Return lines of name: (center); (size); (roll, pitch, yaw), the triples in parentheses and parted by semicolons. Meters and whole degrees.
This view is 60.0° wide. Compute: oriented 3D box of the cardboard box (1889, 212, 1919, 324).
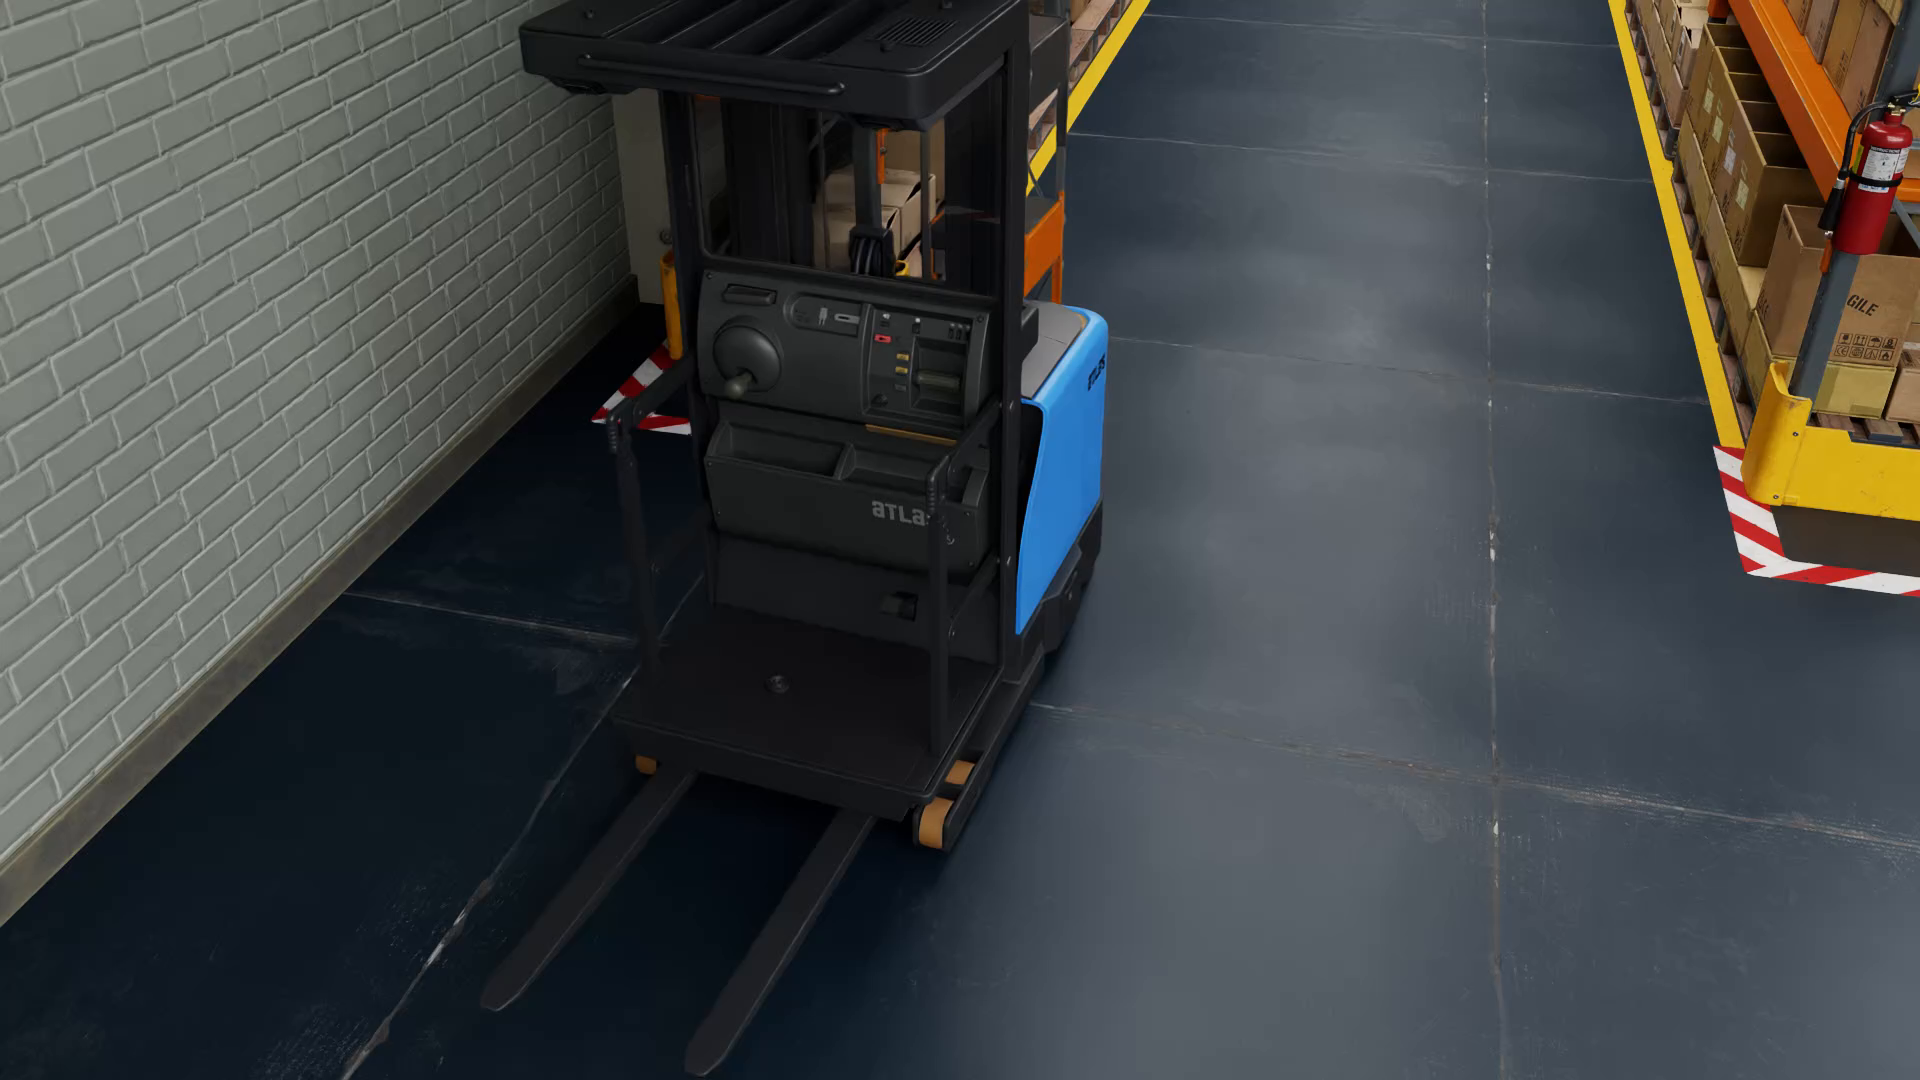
cardboard box: (4.414, -1.290, 7.455); (0.500, 0.500, 0.500); (8, 33, 12)

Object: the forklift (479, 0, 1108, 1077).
forklift: (-0.434, -0.517, 4.831); (1.130, 2.935, 3.031); (11, 34, 17)

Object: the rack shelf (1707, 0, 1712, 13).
rack shelf: (5.460, -4.259, 11.323); (1.077, 0.370, 4.000); (8, 33, 12)

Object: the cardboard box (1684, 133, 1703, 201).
cardboard box: (4.410, -2.083, 9.402); (0.500, 0.250, 0.500); (8, 33, 12)

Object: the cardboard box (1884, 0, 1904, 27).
cardboard box: (3.915, -2.125, 6.598); (0.380, 0.149, 0.250); (9, 34, 14)

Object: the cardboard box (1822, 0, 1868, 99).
cardboard box: (4.329, -2.261, 7.418); (0.700, 0.500, 0.500); (8, 33, 13)

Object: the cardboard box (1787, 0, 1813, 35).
cardboard box: (4.588, -2.801, 8.267); (0.700, 0.500, 0.500); (9, 33, 13)

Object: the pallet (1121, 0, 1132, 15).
pallet: (0.976, -4.690, 13.931); (1.003, 0.211, 1.213); (8, 33, 12)

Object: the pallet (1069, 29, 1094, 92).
pallet: (0.356, -3.424, 11.940); (1.003, 0.211, 1.213); (8, 33, 12)

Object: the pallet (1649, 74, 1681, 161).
pallet: (5.102, -2.735, 10.856); (1.003, 0.211, 1.213); (8, 33, 12)

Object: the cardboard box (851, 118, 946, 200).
cardboard box: (-0.213, -2.268, 9.442); (0.700, 0.500, 0.500); (6, 33, 9)

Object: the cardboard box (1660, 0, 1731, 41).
cardboard box: (5.033, -3.556, 11.197); (0.500, 0.311, 0.500); (8, 33, 12)

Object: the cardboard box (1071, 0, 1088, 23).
cardboard box: (0.582, -4.246, 12.553); (0.700, 0.500, 0.500); (8, 33, 13)

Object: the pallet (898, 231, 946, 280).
pallet: (-0.595, -1.400, 8.756); (1.003, 0.211, 1.213); (8, 33, 12)

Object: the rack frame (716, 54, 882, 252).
rack frame: (-0.855, -2.121, 7.290); (1.000, 3.000, 0.127); (8, 33, 12)

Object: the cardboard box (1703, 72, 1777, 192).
cardboard box: (4.279, -2.141, 8.794); (0.500, 0.500, 0.500); (8, 33, 12)

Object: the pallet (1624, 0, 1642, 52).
pallet: (5.721, -4.001, 12.847); (1.003, 0.211, 1.213); (8, 33, 12)

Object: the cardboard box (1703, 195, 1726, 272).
cardboard box: (4.157, -1.564, 8.586); (0.500, 0.250, 0.500); (8, 33, 12)

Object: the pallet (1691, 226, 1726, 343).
pallet: (4.403, -1.305, 8.607); (1.003, 0.211, 1.213); (8, 33, 12)

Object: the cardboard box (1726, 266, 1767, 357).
cardboard box: (3.903, -1.045, 7.769); (0.500, 0.250, 0.500); (8, 33, 12)

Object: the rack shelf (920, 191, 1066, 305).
rack shelf: (0.132, -1.057, 6.481); (0.431, 0.518, 0.480); (11, 34, 17)

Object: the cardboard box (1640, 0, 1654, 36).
cardboard box: (5.298, -3.853, 12.187); (0.500, 0.250, 0.500); (7, 33, 11)

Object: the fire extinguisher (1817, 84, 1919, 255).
fire extinguisher: (3.458, -1.418, 6.256); (0.296, 0.674, 0.183); (8, 33, 12)

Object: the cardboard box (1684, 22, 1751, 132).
cardboard box: (4.532, -2.660, 9.610); (0.500, 0.500, 0.500); (8, 33, 12)

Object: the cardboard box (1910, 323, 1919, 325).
cardboard box: (4.412, -0.973, 7.657); (0.500, 0.250, 0.500); (8, 33, 12)

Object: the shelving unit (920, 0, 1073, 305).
shelving unit: (0.132, -1.069, 6.474); (0.431, 2.100, 0.503); (11, 34, 17)

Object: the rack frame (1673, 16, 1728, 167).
rack frame: (4.953, -3.524, 9.498); (1.000, 3.000, 0.127); (8, 33, 12)

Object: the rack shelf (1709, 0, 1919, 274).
rack shelf: (4.445, -2.183, 8.058); (1.077, 0.370, 4.000); (8, 33, 12)

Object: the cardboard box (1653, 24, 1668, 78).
cardboard box: (5.037, -3.324, 11.354); (0.500, 0.250, 0.500); (9, 33, 13)

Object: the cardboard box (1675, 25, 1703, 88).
cardboard box: (4.778, -3.027, 10.364); (0.500, 0.311, 0.500); (8, 33, 12)

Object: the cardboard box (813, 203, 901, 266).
cardboard box: (-0.592, -1.519, 8.439); (0.500, 0.311, 0.500); (4, 33, 7)

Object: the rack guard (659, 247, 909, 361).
rack guard: (-0.836, -1.106, 8.023); (1.175, 0.500, 0.348); (8, 33, 12)

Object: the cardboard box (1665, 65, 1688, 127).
cardboard box: (4.778, -2.796, 10.523); (0.500, 0.250, 0.500); (8, 33, 12)

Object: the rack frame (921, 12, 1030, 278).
rack frame: (0.047, -0.946, 6.281); (0.400, 2.100, 0.015); (11, 34, 17)

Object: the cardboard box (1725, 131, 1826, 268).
cardboard box: (4.025, -1.622, 7.977); (0.500, 0.500, 0.500); (8, 33, 12)

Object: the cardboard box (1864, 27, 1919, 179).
cardboard box: (4.068, -1.731, 6.584); (0.700, 0.500, 0.500); (8, 33, 12)
